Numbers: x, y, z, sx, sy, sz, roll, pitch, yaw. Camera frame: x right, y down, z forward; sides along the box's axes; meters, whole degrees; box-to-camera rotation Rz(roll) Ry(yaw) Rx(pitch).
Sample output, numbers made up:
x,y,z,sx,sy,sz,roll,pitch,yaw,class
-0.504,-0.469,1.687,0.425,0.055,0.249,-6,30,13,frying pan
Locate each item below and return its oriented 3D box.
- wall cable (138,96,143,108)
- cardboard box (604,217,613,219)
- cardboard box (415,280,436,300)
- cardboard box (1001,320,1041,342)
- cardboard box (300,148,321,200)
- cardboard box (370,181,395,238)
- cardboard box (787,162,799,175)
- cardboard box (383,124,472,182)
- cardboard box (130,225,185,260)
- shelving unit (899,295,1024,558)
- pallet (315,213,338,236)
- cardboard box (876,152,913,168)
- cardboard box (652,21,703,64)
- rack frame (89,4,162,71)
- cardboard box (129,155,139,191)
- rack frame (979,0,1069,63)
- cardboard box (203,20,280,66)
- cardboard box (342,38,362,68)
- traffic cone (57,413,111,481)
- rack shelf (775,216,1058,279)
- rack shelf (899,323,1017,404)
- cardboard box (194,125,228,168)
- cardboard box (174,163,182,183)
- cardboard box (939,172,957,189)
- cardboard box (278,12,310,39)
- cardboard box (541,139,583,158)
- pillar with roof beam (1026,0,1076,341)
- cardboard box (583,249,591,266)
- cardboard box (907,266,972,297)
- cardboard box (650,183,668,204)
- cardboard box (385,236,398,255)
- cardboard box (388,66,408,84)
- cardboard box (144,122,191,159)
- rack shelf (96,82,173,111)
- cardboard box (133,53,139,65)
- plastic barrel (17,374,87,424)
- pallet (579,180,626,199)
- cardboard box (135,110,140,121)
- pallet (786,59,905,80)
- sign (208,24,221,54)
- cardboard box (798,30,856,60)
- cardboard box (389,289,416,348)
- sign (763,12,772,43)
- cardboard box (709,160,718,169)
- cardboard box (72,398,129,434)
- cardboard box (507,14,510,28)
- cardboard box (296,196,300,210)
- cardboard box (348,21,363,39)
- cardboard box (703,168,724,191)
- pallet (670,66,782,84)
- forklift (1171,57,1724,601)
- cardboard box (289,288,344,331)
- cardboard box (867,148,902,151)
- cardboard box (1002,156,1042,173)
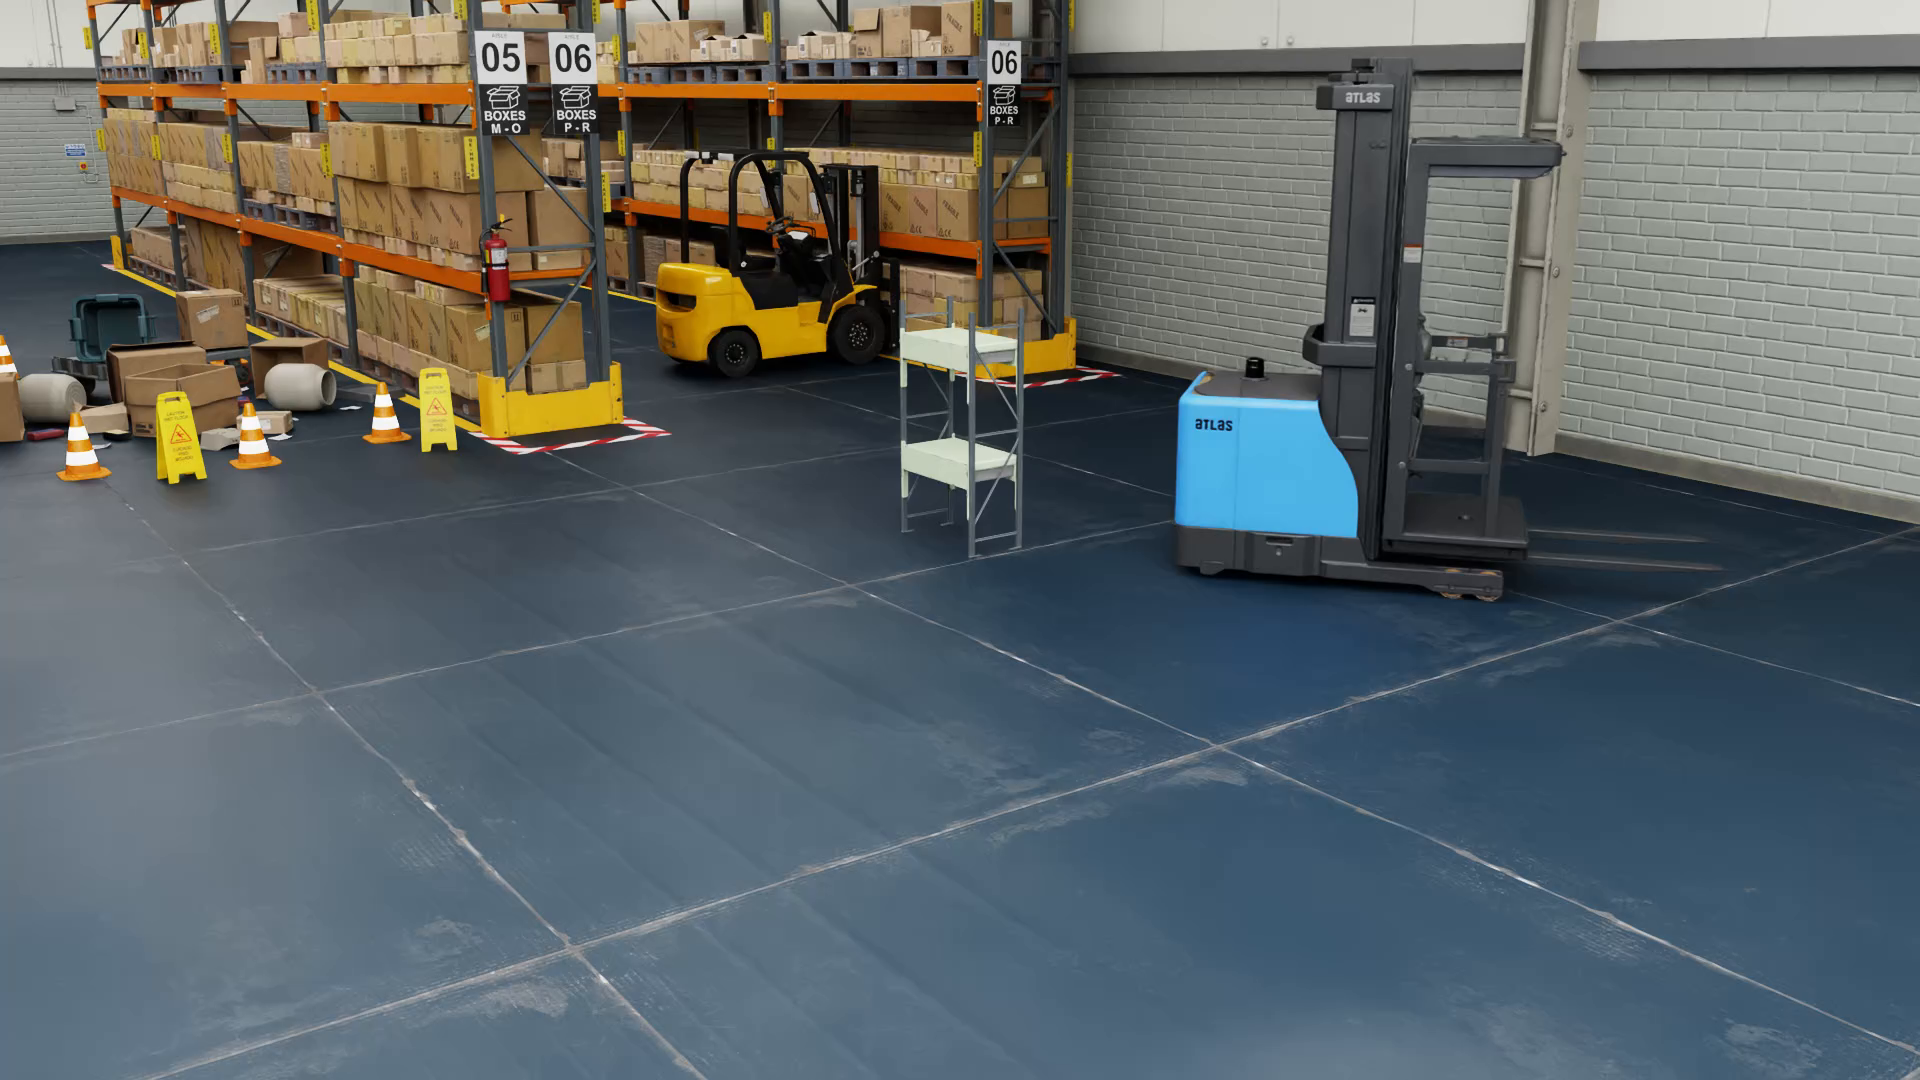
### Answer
x,y,z,sx,sy,sz,roll,pitch,yaw,class
-14.993,-7.716,31.160,0.588,1.984,0.122,-11,19,-35,wall cable
-5.386,-4.772,25.040,0.380,0.149,0.250,-10,18,-33,cardboard box
-4.643,-2.246,14.865,0.380,0.149,0.250,-10,18,-32,cardboard box
0.490,-2.169,17.231,0.500,0.250,0.500,-11,19,-34,cardboard box
-6.494,-3.803,17.241,0.500,0.500,0.500,-11,19,-34,cardboard box
-5.112,-3.082,15.401,0.500,0.500,0.500,-11,19,-35,cardboard box
-1.756,-4.264,19.054,0.380,0.149,0.250,-11,19,-35,cardboard box
-4.724,-3.465,14.909,0.700,0.500,0.500,-11,19,-35,cardboard box
-12.330,-4.644,25.919,0.875,0.438,0.875,-12,19,-36,cardboard box
0.004,-0.722,10.373,0.431,1.500,0.755,-11,19,-35,shelving unit
-6.075,-3.333,17.437,1.003,0.211,1.213,-11,19,-35,pallet
-0.667,-4.032,17.645,0.380,0.149,0.250,-11,19,-34,cardboard box
-3.476,-6.327,21.153,0.700,0.500,0.500,-11,19,-36,cardboard box
-12.799,-8.696,25.303,1.000,3.000,0.127,-11,19,-35,rack frame
-11.837,-5.384,24.377,0.500,0.500,0.500,-10,18,-33,cardboard box
0.621,-6.051,15.638,1.000,3.000,0.127,-11,19,-35,rack frame
-8.439,-5.851,19.597,0.797,0.503,0.637,-12,20,-38,cardboard box
-5.396,-4.513,15.421,0.500,0.250,0.500,-11,19,-35,cardboard box
-6.500,-0.706,12.280,0.336,0.463,0.334,-11,19,-35,traffic cone
-0.555,-3.237,18.085,1.077,0.370,4.000,-11,19,-35,rack shelf
0.004,-1.098,10.270,0.431,0.370,0.720,-11,19,-35,rack shelf
-9.206,-4.910,20.750,0.500,0.500,0.500,-11,19,-34,cardboard box
-10.088,-4.873,22.034,0.500,0.250,0.500,-11,18,-34,cardboard box
0.016,-3.599,16.625,0.380,0.149,0.250,-11,18,-34,cardboard box
-6.805,-5.377,17.398,0.500,0.250,0.500,-10,18,-34,cardboard box
-6.027,-5.722,24.815,0.700,0.500,0.500,-11,19,-34,cardboard box
-2.542,-5.671,14.251,9.100,9.000,0.400,-11,19,-35,pillar with roof beam
-5.101,-4.139,23.957,0.500,0.500,0.500,-10,18,-32,cardboard box
-0.207,-2.674,17.183,0.500,0.250,0.500,-10,18,-34,cardboard box
-3.728,-4.552,21.811,0.500,0.250,0.500,-11,19,-36,cardboard box
-5.073,-2.727,15.335,0.380,0.149,0.250,-11,19,-34,cardboard box
-4.767,-4.065,14.542,0.380,0.149,0.250,-11,19,-35,cardboard box
-10.948,-5.537,23.040,0.500,0.500,0.500,-11,19,-35,cardboard box
-11.623,-6.475,24.233,1.077,0.370,4.000,-11,19,-35,rack shelf
-11.237,-6.668,23.066,0.380,0.149,0.250,-10,18,-33,cardboard box
-7.780,-1.204,14.171,0.512,0.421,0.421,1,15,4,plastic barrel
-4.538,-4.907,23.186,1.213,0.211,1.003,-11,19,-35,pallet
-11.587,-6.091,23.836,0.380,0.149,0.250,-11,19,-36,cardboard box
-1.208,-5.237,18.515,1.003,0.211,1.213,-11,19,-35,pallet
-8.549,-5.744,19.070,0.100,0.325,0.005,-11,19,-35,sign
-1.439,-5.451,18.310,0.500,0.311,0.500,-10,18,-33,cardboard box
-4.987,-2.087,15.511,0.500,0.500,0.500,-10,18,-32,cardboard box
-2.164,-5.773,18.729,0.100,0.325,0.005,-11,19,-35,sign
-2.887,-4.679,20.572,0.380,0.149,0.250,-11,19,-34,cardboard box
-7.188,-1.050,13.911,0.396,0.266,0.258,-7,17,-25,cardboard box
-3.597,-4.255,13.724,0.380,0.149,0.250,-11,19,-35,cardboard box
-6.858,-3.609,17.759,0.380,0.149,0.250,-11,19,-35,cardboard box
-5.365,-4.663,15.216,0.380,0.149,0.250,-11,19,-35,cardboard box
-2.831,-4.464,20.542,0.500,0.250,0.500,-10,18,-33,cardboard box
-2.952,-5.852,20.951,1.003,0.211,1.213,-10,18,-32,pallet
2.825,-1.225,9.501,3.031,2.935,1.130,4,16,15,forklift
-6.890,-2.588,18.532,0.950,0.372,0.625,-10,18,-33,cardboard box
-0.821,-4.337,18.757,0.380,0.149,0.250,-11,19,-36,cardboard box
0.596,-3.767,16.675,0.380,0.149,0.250,-11,19,-36,cardboard box
